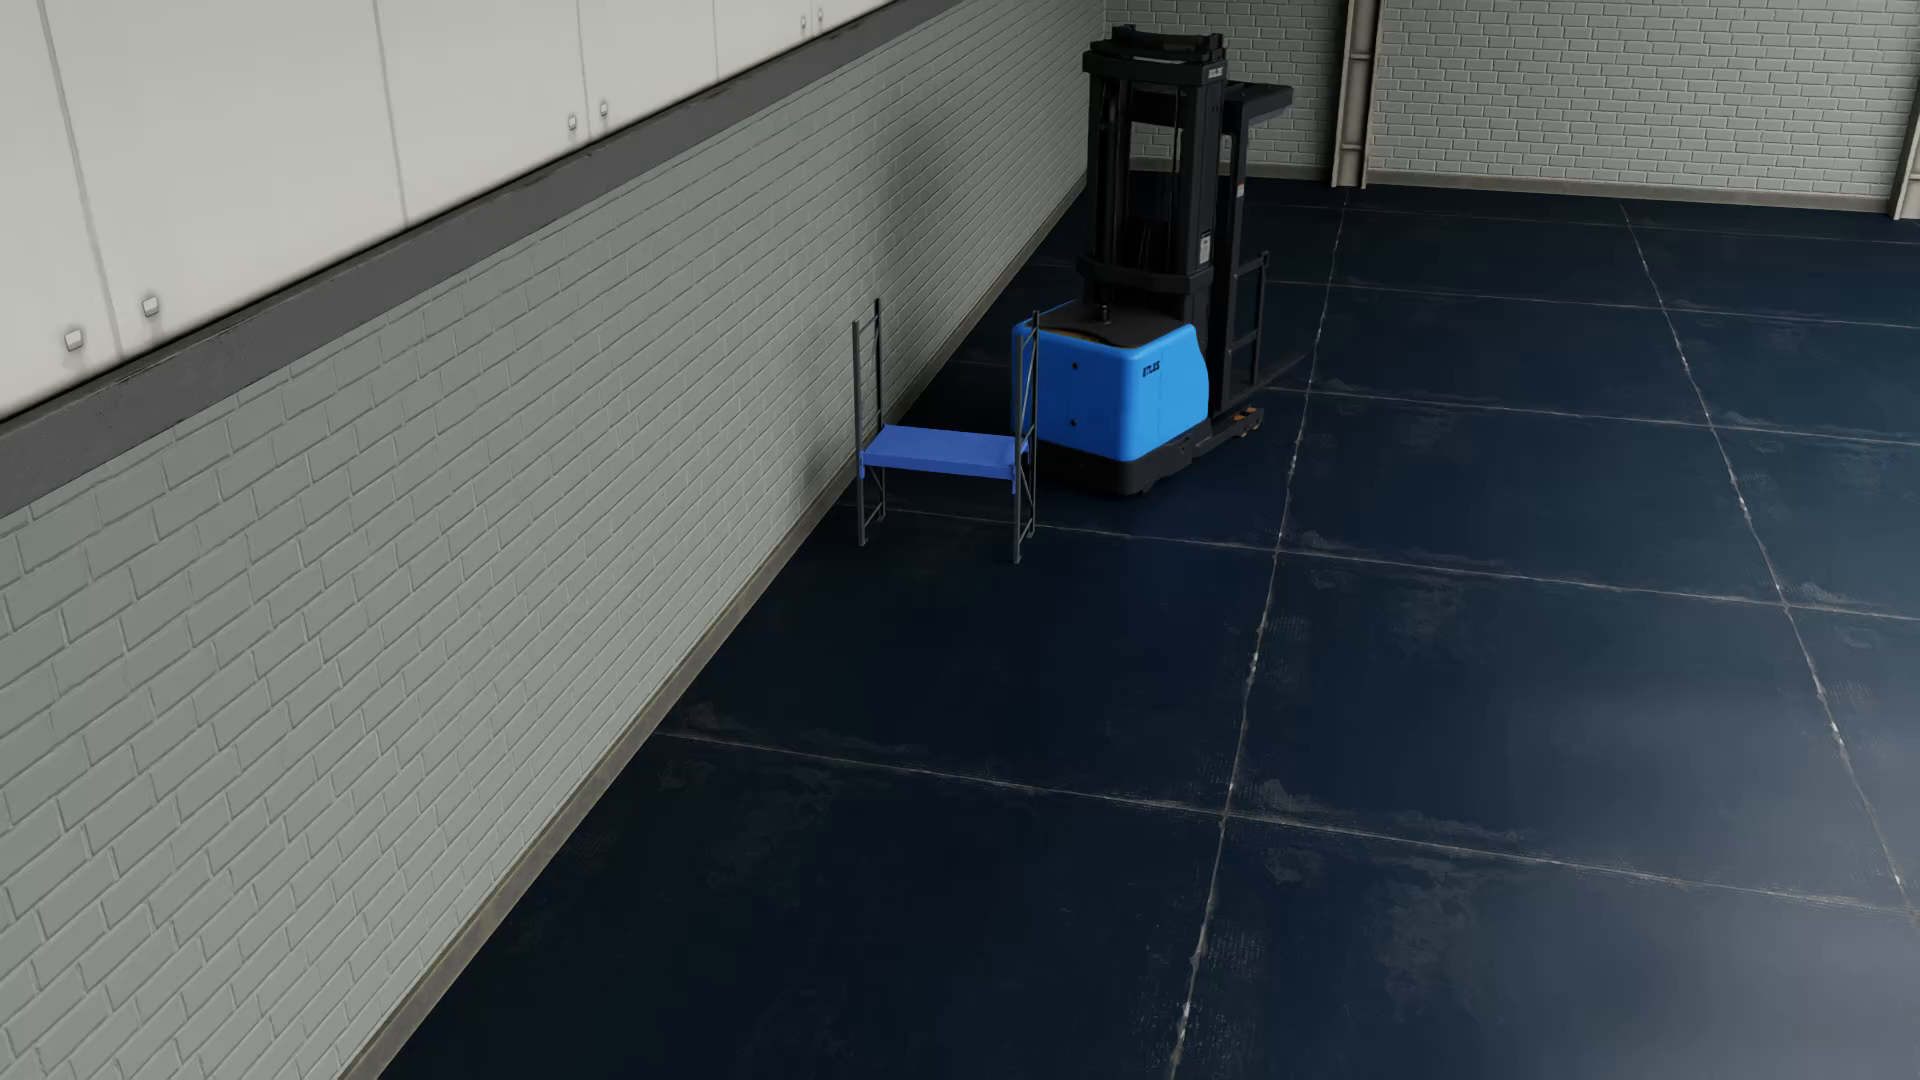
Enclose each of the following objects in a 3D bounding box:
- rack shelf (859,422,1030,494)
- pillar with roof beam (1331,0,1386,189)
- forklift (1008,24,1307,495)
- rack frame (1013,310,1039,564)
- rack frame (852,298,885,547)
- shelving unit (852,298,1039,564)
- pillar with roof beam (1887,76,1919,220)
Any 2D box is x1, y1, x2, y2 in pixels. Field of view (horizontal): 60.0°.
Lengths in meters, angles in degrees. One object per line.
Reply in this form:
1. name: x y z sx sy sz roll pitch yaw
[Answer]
1. rack shelf: -0.083 -0.524 10.524 1.000 0.185 0.538 6 26 13
2. pillar with roof beam: 3.487 -6.441 13.809 0.400 9.000 9.100 6 26 13
3. forklift: 1.626 -2.198 11.958 1.130 2.935 3.031 18 31 33
4. rack frame: 0.410 -0.632 10.332 0.032 1.500 0.500 6 26 13
5. rack frame: -0.575 -0.741 10.561 0.032 1.500 0.500 6 26 13
6. shelving unit: -0.083 -0.686 10.447 1.048 1.500 0.538 6 26 13
7. pillar with roof beam: 9.298 -5.798 12.460 0.400 9.000 9.100 6 26 13
